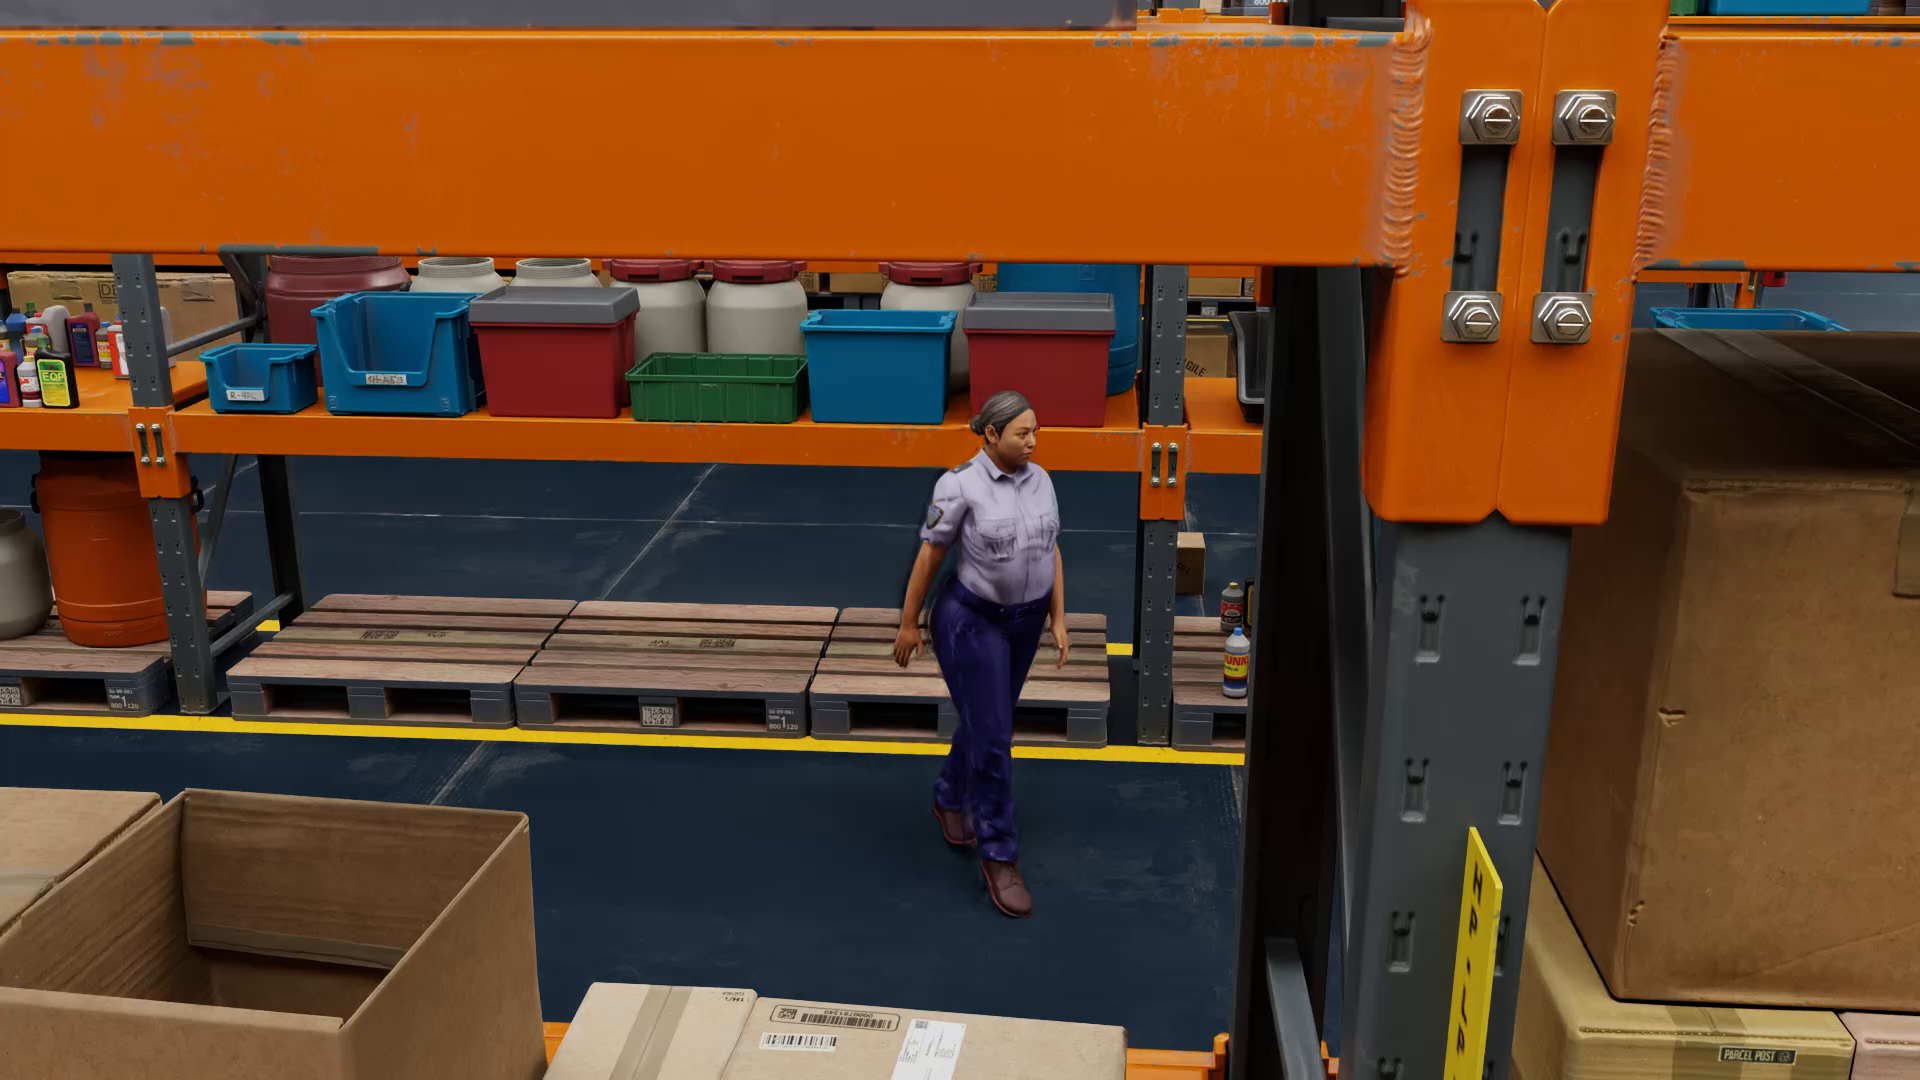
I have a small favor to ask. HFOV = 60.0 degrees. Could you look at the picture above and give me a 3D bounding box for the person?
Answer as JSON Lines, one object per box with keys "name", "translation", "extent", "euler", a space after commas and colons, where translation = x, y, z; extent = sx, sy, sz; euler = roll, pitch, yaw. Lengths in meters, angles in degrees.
{"name": "person", "translation": [0.145, 0.338, 5.553], "extent": [0.562, 1.636, 0.728], "euler": [-13, 22, -36]}
